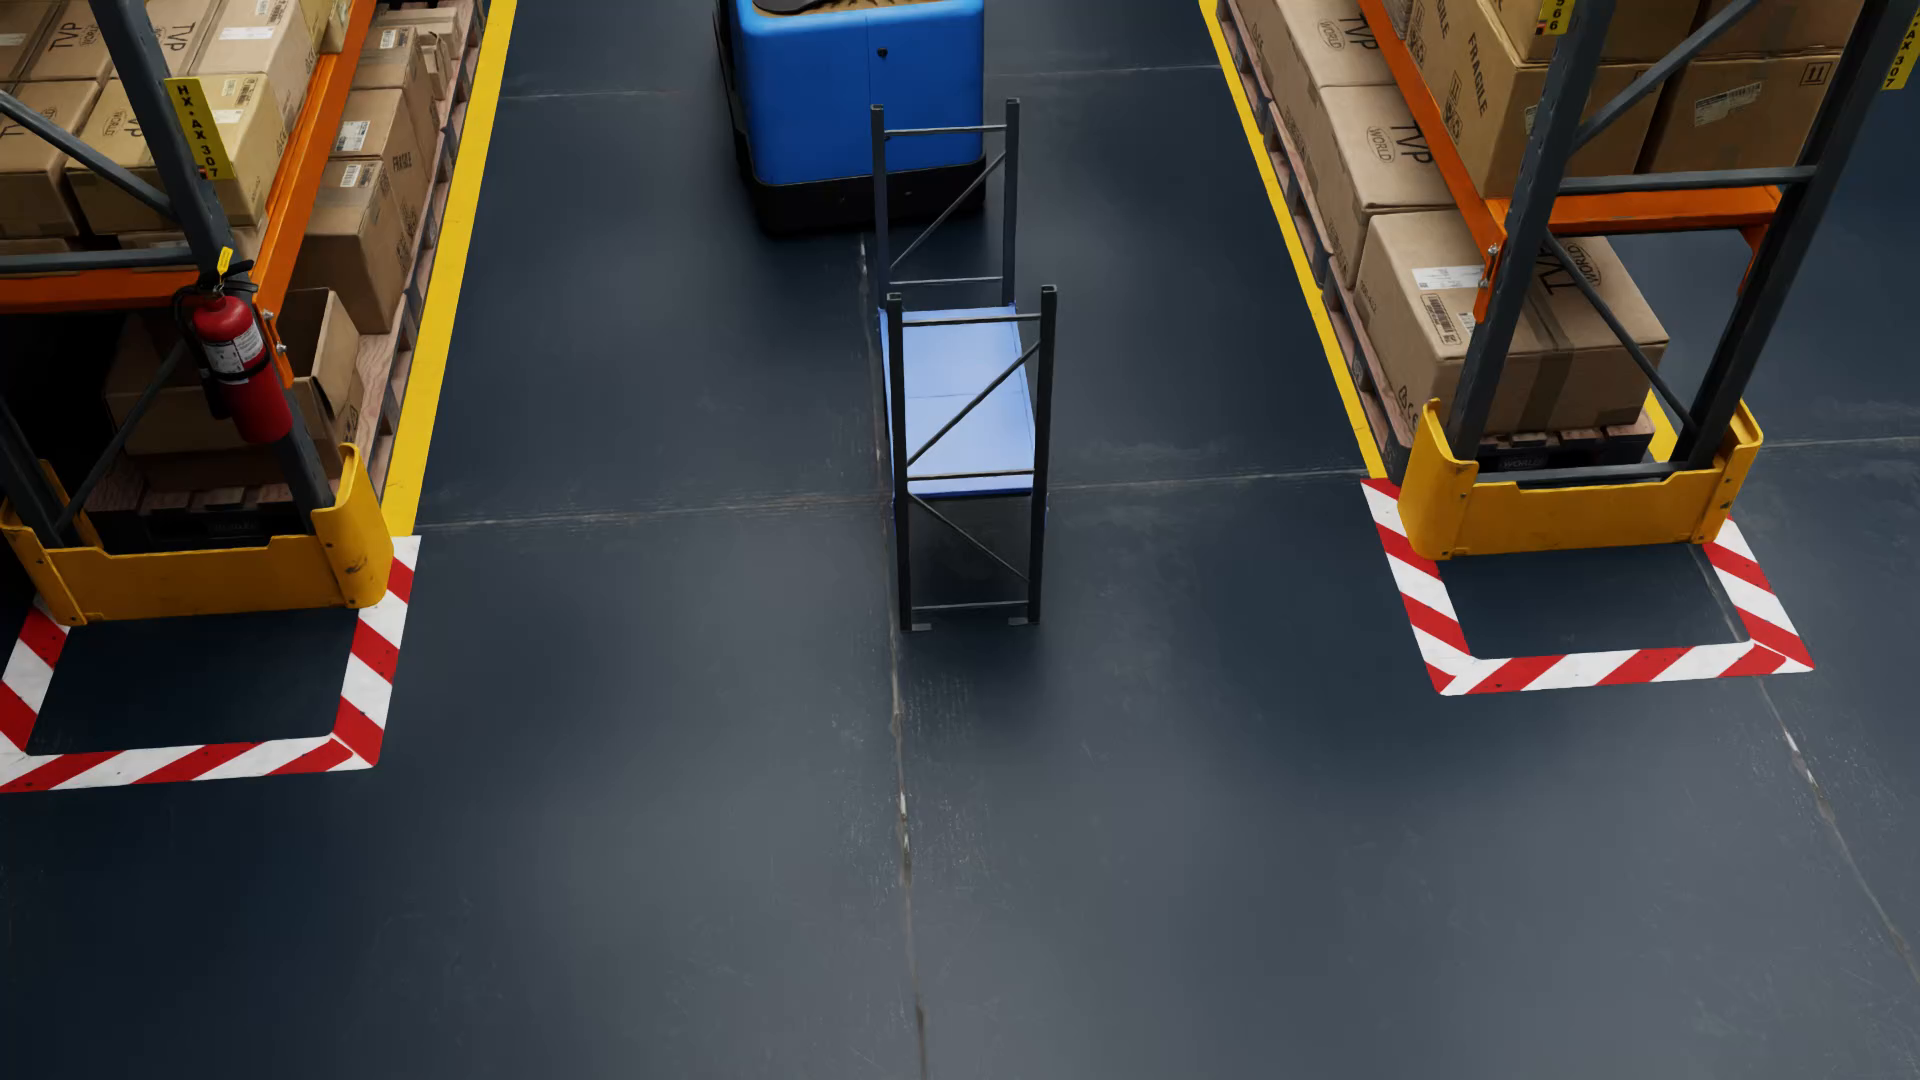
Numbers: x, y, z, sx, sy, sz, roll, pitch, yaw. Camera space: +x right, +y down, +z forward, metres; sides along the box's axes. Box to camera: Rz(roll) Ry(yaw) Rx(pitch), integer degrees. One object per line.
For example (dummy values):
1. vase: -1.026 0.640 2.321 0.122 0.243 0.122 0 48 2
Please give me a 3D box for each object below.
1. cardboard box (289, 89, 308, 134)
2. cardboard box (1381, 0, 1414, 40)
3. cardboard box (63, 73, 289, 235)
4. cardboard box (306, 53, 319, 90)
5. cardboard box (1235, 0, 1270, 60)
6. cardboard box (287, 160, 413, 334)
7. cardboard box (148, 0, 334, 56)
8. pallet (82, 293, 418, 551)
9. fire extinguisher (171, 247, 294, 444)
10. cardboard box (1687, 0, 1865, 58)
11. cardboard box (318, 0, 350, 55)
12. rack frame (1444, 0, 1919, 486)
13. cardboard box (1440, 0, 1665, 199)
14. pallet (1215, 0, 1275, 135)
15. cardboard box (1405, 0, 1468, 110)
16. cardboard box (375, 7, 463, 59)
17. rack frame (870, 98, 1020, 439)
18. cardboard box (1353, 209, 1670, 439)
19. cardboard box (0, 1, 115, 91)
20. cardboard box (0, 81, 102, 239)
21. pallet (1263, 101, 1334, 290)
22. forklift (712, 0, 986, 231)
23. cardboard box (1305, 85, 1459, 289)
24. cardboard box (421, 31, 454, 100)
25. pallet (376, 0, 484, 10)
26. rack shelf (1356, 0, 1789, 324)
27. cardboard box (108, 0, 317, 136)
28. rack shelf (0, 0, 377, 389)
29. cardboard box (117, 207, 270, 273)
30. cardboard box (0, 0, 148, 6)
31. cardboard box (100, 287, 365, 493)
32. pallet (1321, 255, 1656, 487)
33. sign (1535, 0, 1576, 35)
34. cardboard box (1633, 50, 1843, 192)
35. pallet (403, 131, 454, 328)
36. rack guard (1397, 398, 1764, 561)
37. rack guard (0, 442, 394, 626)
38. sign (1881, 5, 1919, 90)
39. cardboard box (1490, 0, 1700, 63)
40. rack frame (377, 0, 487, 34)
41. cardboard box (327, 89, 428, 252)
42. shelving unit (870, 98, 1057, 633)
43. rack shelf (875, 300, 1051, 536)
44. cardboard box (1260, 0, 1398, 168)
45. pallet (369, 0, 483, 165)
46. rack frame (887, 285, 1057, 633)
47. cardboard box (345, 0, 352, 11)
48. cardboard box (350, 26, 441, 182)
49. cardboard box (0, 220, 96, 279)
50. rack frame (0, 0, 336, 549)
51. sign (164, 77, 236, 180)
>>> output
1. cardboard box: -2.520 -1.548 5.823 0.380 0.149 0.250 -2 47 -2
2. cardboard box: 1.880 -2.231 6.228 0.500 0.500 0.500 -2 47 -2
3. cardboard box: -2.452 -1.219 5.237 0.500 0.250 0.500 -3 47 -3
4. cardboard box: -2.548 -1.740 6.005 0.380 0.149 0.250 -3 47 -3
5. cardboard box: 1.875 -2.825 8.335 0.875 0.438 0.875 -4 47 -4
6. cardboard box: -2.672 -1.178 6.732 0.700 0.500 0.500 -2 47 -2
7. cardboard box: -2.540 -1.951 5.930 0.500 0.250 0.500 -4 47 -4
8. pallet: -2.756 -0.497 6.575 1.003 0.211 1.213 -3 47 -3
9. fire extinguisher: -2.209 -0.591 5.054 0.296 0.674 0.183 -3 47 -3
10. cardboard box: 2.507 -1.871 5.199 0.500 0.500 0.500 -4 47 -4
11. cardboard box: -2.495 -1.927 6.182 0.380 0.149 0.250 -5 47 -4
12. rack frame: 2.264 -1.128 5.253 1.000 3.000 0.127 -3 47 -3
13. cardboard box: 1.960 -1.496 5.532 0.500 0.500 0.500 -3 47 -3
14. pallet: 1.915 -2.509 8.480 1.003 0.211 1.213 -3 47 -3
15. cardboard box: 1.933 -1.860 5.876 0.500 0.500 0.500 -4 47 -4
16. cardboard box: -2.678 -2.497 8.223 0.380 0.149 0.250 -5 47 -4
17. rack frame: -0.050 -0.945 6.112 0.500 1.500 0.032 -3 47 -3
18. cardboard box: 2.109 -0.863 6.477 0.875 0.438 0.875 -5 47 -5
19. cardboard box: -3.027 -1.564 5.564 0.500 0.250 0.500 -3 47 -3
20. cardboard box: -2.985 -1.191 5.211 0.500 0.250 0.500 -2 47 -2
21. pallet: 2.020 -1.624 7.643 1.003 0.211 1.213 -3 47 -3
22. forklift: -0.672 -3.484 7.531 1.130 2.935 3.031 -8 47 -8
23. cardboard box: 2.024 -1.525 7.104 0.875 0.438 0.875 -2 47 -2
24. cardboard box: -2.648 -2.279 7.936 0.396 0.266 0.258 -2 47 -2
25. pallet: -3.123 -3.345 9.273 1.003 0.211 1.213 -3 47 -3
26. rack shelf: 2.096 -2.328 6.884 1.077 0.370 4.000 -3 47 -3
27. cardboard box: -2.494 -1.584 5.583 0.500 0.250 0.500 -3 47 -3
28. rack shelf: -2.850 -2.024 6.596 1.077 0.370 4.000 -3 47 -3
29. cardboard box: -2.436 -0.992 5.297 0.380 0.149 0.250 -4 47 -4
30. cardboard box: -3.064 -1.923 5.904 0.500 0.250 0.500 -2 47 -2
31. cardboard box: -2.639 -0.558 6.143 0.797 0.503 0.637 -5 47 -5
32. pallet: 2.119 -0.743 6.808 1.003 0.211 1.213 -3 47 -3
33. sign: 1.722 -1.585 4.725 0.100 0.325 0.005 -3 47 -3
34. cardboard box: 2.510 -1.527 5.562 0.500 0.500 0.500 -4 47 -4
35. pallet: -2.855 -1.377 7.409 1.003 0.211 1.213 -3 47 -3
36. rack guard: 2.266 -0.251 6.144 1.175 0.500 0.348 -3 47 -3
37. rack guard: -2.688 -0.019 5.924 1.175 0.500 0.348 -3 47 -3
38. sign: 2.817 -1.483 4.937 0.100 0.325 0.005 -3 47 -3
39. cardboard box: 1.986 -1.841 5.170 0.500 0.500 0.500 -2 47 -2
40. rack frame: -3.017 -3.718 7.705 1.000 3.000 0.127 -3 47 -3
41. cardboard box: -2.616 -1.566 7.100 0.500 0.500 0.500 -3 47 -3
42. shelving unit: -0.007 -0.577 5.764 0.538 1.500 1.048 -3 47 -3
43. rack shelf: -0.007 -0.454 5.895 0.538 0.185 1.000 -3 47 -3
44. cardboard box: 1.950 -2.177 7.721 0.875 0.438 0.875 -5 47 -4
45. pallet: -2.960 -2.262 8.247 1.003 0.211 1.213 -3 47 -3
46. rack frame: 0.035 -0.210 5.416 0.500 1.500 0.032 -3 47 -3
47. cardboard box: -2.537 -2.116 6.361 0.380 0.149 0.250 -3 47 -2
48. cardboard box: -2.759 -1.929 7.443 0.700 0.500 0.500 -5 47 -5
49. cardboard box: -2.977 -0.961 5.267 0.380 0.149 0.250 -4 47 -4
50. rack frame: -2.682 -0.824 4.964 1.000 3.000 0.127 -3 47 -3
51. sign: -2.141 -1.155 4.681 0.100 0.325 0.005 -3 47 -3
